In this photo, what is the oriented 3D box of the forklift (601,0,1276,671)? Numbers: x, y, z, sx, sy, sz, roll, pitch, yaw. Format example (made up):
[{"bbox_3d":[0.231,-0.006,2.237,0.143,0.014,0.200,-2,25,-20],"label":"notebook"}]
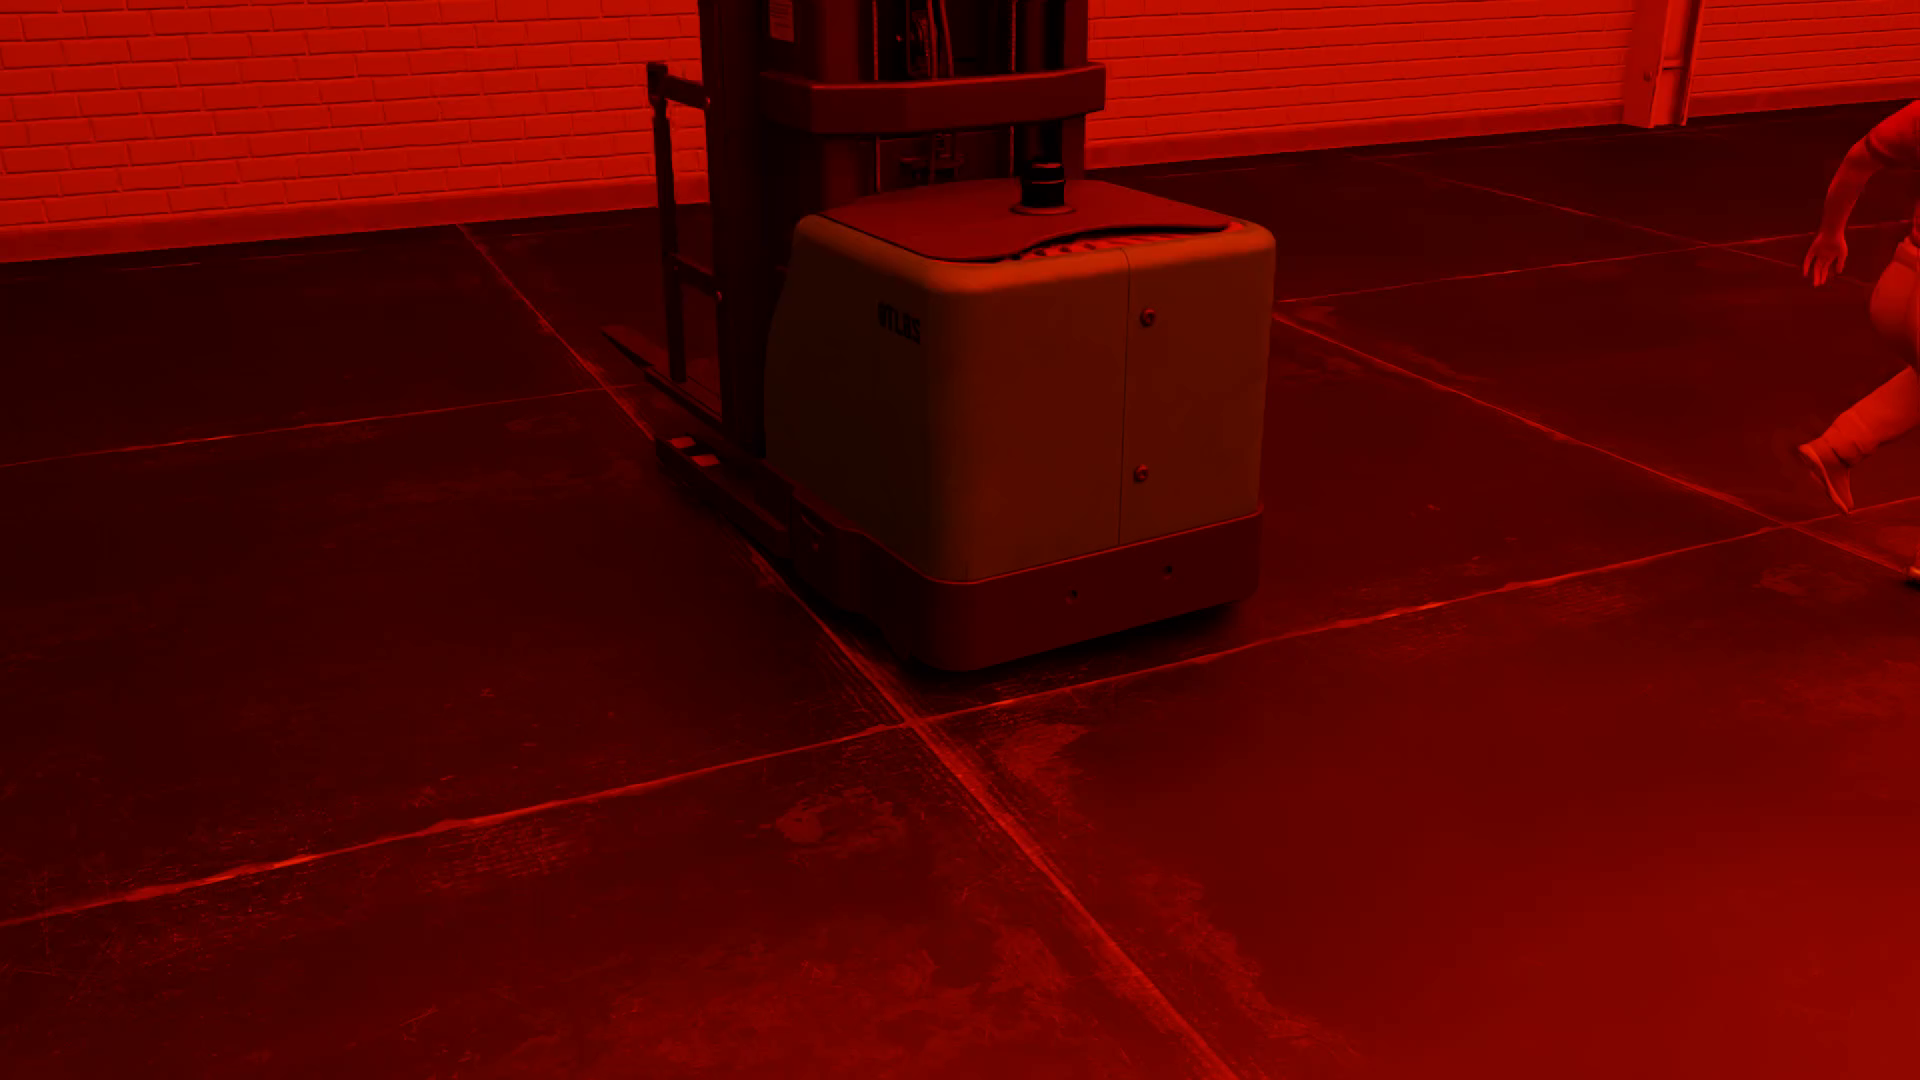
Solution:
[{"bbox_3d":[-0.355,-1.547,5.010,1.130,2.935,3.031,-13,26,-28],"label":"forklift"}]

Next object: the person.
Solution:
[{"bbox_3d":[2.840,-0.670,4.663,0.546,1.627,0.880,-4,23,-10],"label":"person"}]
